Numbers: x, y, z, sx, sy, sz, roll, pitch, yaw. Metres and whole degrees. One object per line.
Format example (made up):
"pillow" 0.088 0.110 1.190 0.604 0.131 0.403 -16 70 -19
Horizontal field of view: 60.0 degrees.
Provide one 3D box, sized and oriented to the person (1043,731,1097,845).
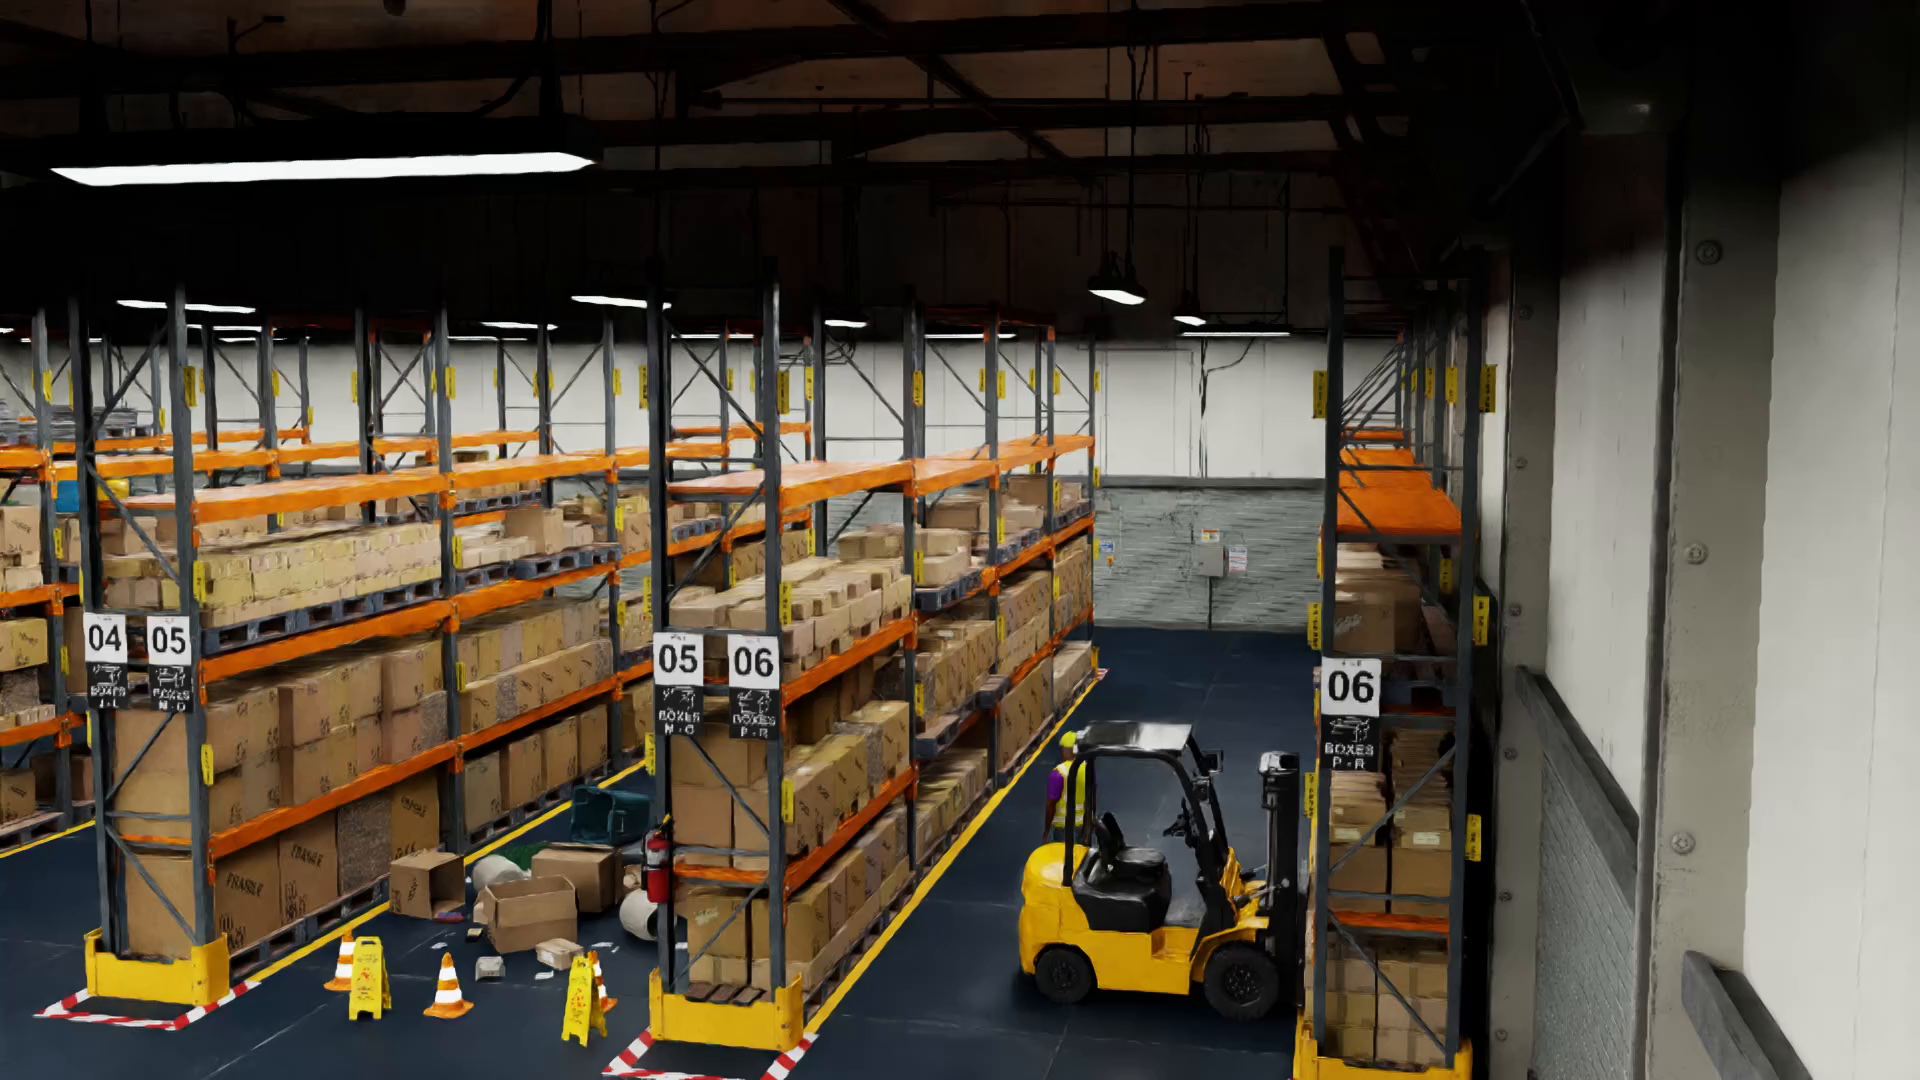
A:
"person" 1.026 2.681 15.778 0.573 1.764 0.669 5 8 43
